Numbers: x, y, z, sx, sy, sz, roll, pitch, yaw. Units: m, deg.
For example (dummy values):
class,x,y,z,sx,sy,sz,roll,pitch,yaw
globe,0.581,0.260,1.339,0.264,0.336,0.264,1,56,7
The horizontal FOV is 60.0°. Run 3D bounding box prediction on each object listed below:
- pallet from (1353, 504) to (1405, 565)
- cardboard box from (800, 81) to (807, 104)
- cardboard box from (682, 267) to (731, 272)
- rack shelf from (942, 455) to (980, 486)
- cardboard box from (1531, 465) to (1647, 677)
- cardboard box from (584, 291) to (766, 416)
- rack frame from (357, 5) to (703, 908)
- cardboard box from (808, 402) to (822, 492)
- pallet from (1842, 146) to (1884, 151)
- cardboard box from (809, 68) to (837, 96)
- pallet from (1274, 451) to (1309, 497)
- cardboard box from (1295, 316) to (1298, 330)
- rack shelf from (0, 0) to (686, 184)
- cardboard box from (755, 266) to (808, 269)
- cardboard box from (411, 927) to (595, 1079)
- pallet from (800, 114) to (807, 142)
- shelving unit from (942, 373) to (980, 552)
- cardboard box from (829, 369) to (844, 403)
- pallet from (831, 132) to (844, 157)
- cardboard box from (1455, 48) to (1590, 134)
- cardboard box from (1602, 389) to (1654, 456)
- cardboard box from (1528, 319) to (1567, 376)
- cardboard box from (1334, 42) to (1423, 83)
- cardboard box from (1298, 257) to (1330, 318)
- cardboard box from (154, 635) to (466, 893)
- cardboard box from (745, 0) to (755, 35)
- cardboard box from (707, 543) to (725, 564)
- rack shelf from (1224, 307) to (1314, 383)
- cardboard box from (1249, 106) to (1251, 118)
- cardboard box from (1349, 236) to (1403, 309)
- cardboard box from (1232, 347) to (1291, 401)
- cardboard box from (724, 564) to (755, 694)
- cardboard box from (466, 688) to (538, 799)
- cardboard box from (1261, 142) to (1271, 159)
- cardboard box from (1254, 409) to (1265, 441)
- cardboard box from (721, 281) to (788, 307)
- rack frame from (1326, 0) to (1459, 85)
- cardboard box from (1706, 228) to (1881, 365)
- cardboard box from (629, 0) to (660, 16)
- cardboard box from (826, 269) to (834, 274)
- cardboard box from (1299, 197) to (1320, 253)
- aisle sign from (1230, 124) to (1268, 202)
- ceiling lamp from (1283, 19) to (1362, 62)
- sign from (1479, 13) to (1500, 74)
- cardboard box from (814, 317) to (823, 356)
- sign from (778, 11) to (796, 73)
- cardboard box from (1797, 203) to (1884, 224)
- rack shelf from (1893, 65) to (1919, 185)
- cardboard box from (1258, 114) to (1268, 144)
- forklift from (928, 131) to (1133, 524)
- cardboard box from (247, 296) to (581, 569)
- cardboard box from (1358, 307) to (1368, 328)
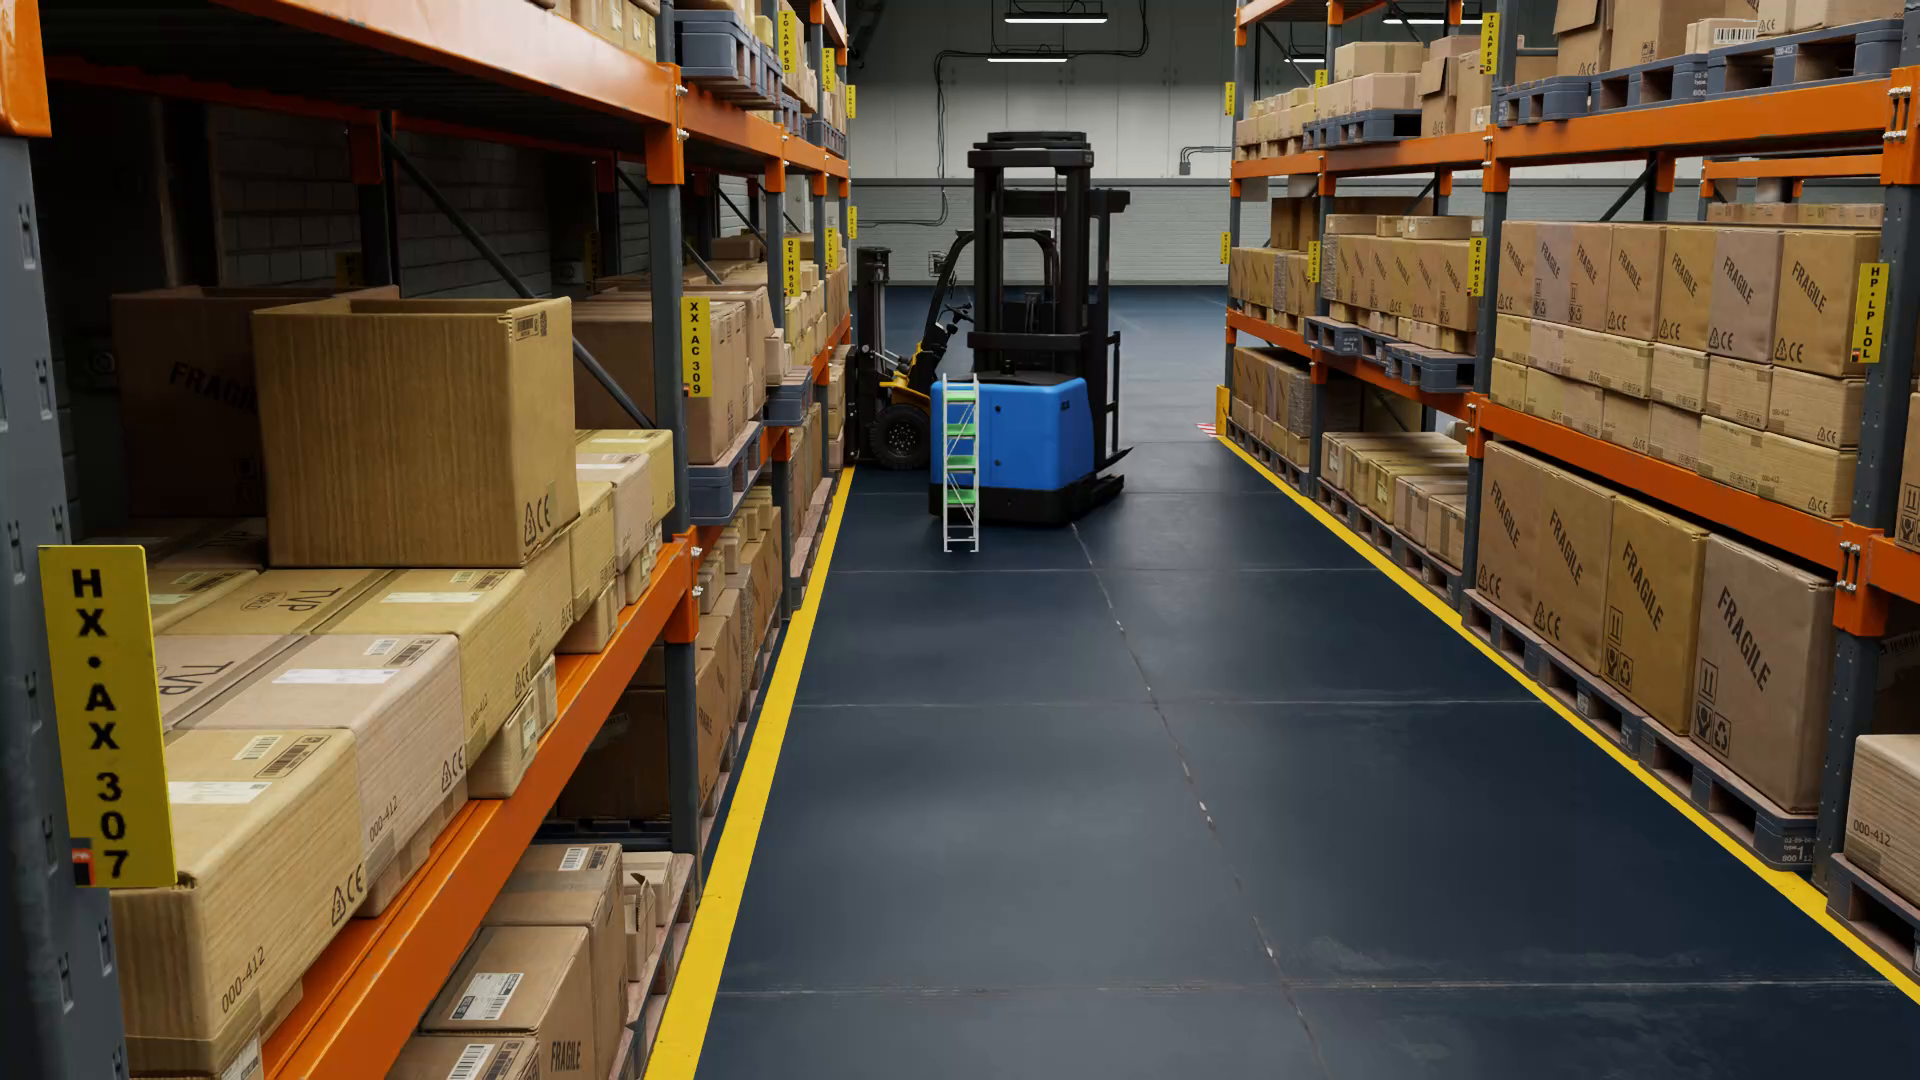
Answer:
class,x,y,z,sx,sy,sz,roll,pitch,yaw
pallet,3.434,-0.051,11.778,1.003,0.211,1.213,0,11,-1
cardboard box,-1.232,-3.025,11.206,0.380,0.149,0.250,0,11,-2
cardboard box,-1.808,-1.837,11.685,0.380,0.149,0.250,0,11,-2
rack shelf,0.003,-0.492,11.790,0.258,0.148,0.480,0,11,-1
cardboard box,3.416,0.130,8.160,0.875,0.875,0.875,0,11,0
cardboard box,-1.222,-0.815,7.223,0.700,0.500,0.500,0,11,-1
rack frame,-1.409,-0.204,5.519,1.000,3.000,0.127,0,11,-1
cardboard box,-1.552,-0.732,13.041,0.875,0.625,0.625,0,11,1
pallet,8.328,-3.445,14.174,1.003,0.211,1.213,0,11,-1
cardboard box,-1.509,-3.957,14.909,0.797,0.503,0.637,0,11,1
pallet,3.339,-0.582,14.397,1.003,0.211,1.213,0,11,-1
cardboard box,3.146,-1.906,14.542,0.380,0.149,0.250,0,11,-2
rack shelf,-1.368,-0.924,3.333,1.077,0.370,4.000,0,11,-1
cardboard box,-1.289,-1.890,11.947,0.380,0.149,0.250,-1,11,-3
cardboard box,-1.134,1.213,3.767,0.500,0.500,0.500,0,11,0
pallet,-1.543,-2.995,12.215,0.805,0.209,1.217,-1,11,-3
shelving unit,0.003,-0.555,11.778,0.258,1.200,0.503,0,11,-1
cardboard box,-1.271,-1.342,14.472,0.500,0.250,0.500,0,11,-1
pallet,-1.668,-3.875,16.295,1.003,0.211,1.213,0,11,-1
cardboard box,3.461,-2.728,10.164,0.700,0.500,0.500,0,11,-1
cardboard box,3.276,-0.544,7.573,0.500,0.250,0.500,0,11,-1
cardboard box,3.244,-0.987,8.500,0.500,0.250,0.500,0,11,0
cardboard box,3.020,-3.446,12.019,0.500,0.250,0.500,0,11,-2
cardboard box,3.130,-2.097,13.853,0.500,0.500,0.500,-1,11,-3
cardboard box,-1.077,0.328,2.530,0.500,0.250,0.500,0,11,-1
cardboard box,-1.037,-2.120,6.745,0.380,0.149,0.250,0,11,0
cardboard box,-1.275,0.112,7.561,0.380,0.149,0.250,0,11,-1
rack shelf,3.347,-1.860,15.493,1.077,0.370,4.000,0,11,-1
cardboard box,3.109,-4.277,16.677,0.380,0.149,0.250,0,11,-2
cardboard box,3.119,-1.924,11.940,0.500,0.500,0.500,0,11,-1
cardboard box,3.047,-1.670,16.719,0.500,0.500,0.500,-1,11,-3
cardboard box,-1.225,0.410,7.724,0.500,0.500,0.500,-1,11,-3
cardboard box,-1.036,0.392,3.216,0.380,0.149,0.250,-1,11,-3
cardboard box,3.018,-3.633,15.511,0.380,0.149,0.250,0,11,-1
cardboard box,3.073,-1.097,15.783,0.500,0.250,0.500,1,11,3
cardboard box,-1.204,-1.430,9.683,0.380,0.149,0.250,0,11,1
rack frame,3.388,-4.755,12.866,1.000,3.000,0.127,0,11,-1
cardboard box,3.275,-0.955,6.454,0.500,0.500,0.500,0,11,0
cardboard box,-1.149,-1.651,4.739,0.500,0.250,0.500,0,11,-1
cardboard box,-1.289,-2.378,14.353,0.380,0.149,0.250,0,11,0
cardboard box,3.522,-2.893,15.261,0.700,0.500,0.500,0,11,-2
aisle sign,2.994,-3.895,17.178,0.394,0.787,0.004,0,11,-1
ceiling lamp,9.053,-13.493,41.255,2.000,3.185,0.800,0,11,-1
sign,2.928,-2.742,9.184,0.100,0.325,0.005,0,11,-1
cardboard box,-1.287,-1.522,12.392,0.500,0.250,0.500,0,11,-1
sign,-0.949,-2.724,9.098,0.100,0.325,0.005,0,11,-1
cardboard box,8.342,-2.854,15.489,0.875,0.550,0.500,0,11,-1
rack shelf,3.595,-0.945,3.437,1.077,0.370,4.000,0,11,-1
cardboard box,3.086,-3.849,15.571,0.500,0.250,0.500,0,11,1
forklift,0.739,-1.808,13.600,1.130,2.935,3.031,4,12,19
cardboard box,-1.098,-0.238,3.431,0.500,0.500,0.500,0,11,0
cardboard box,3.126,-1.630,12.124,0.380,0.149,0.250,0,11,0
